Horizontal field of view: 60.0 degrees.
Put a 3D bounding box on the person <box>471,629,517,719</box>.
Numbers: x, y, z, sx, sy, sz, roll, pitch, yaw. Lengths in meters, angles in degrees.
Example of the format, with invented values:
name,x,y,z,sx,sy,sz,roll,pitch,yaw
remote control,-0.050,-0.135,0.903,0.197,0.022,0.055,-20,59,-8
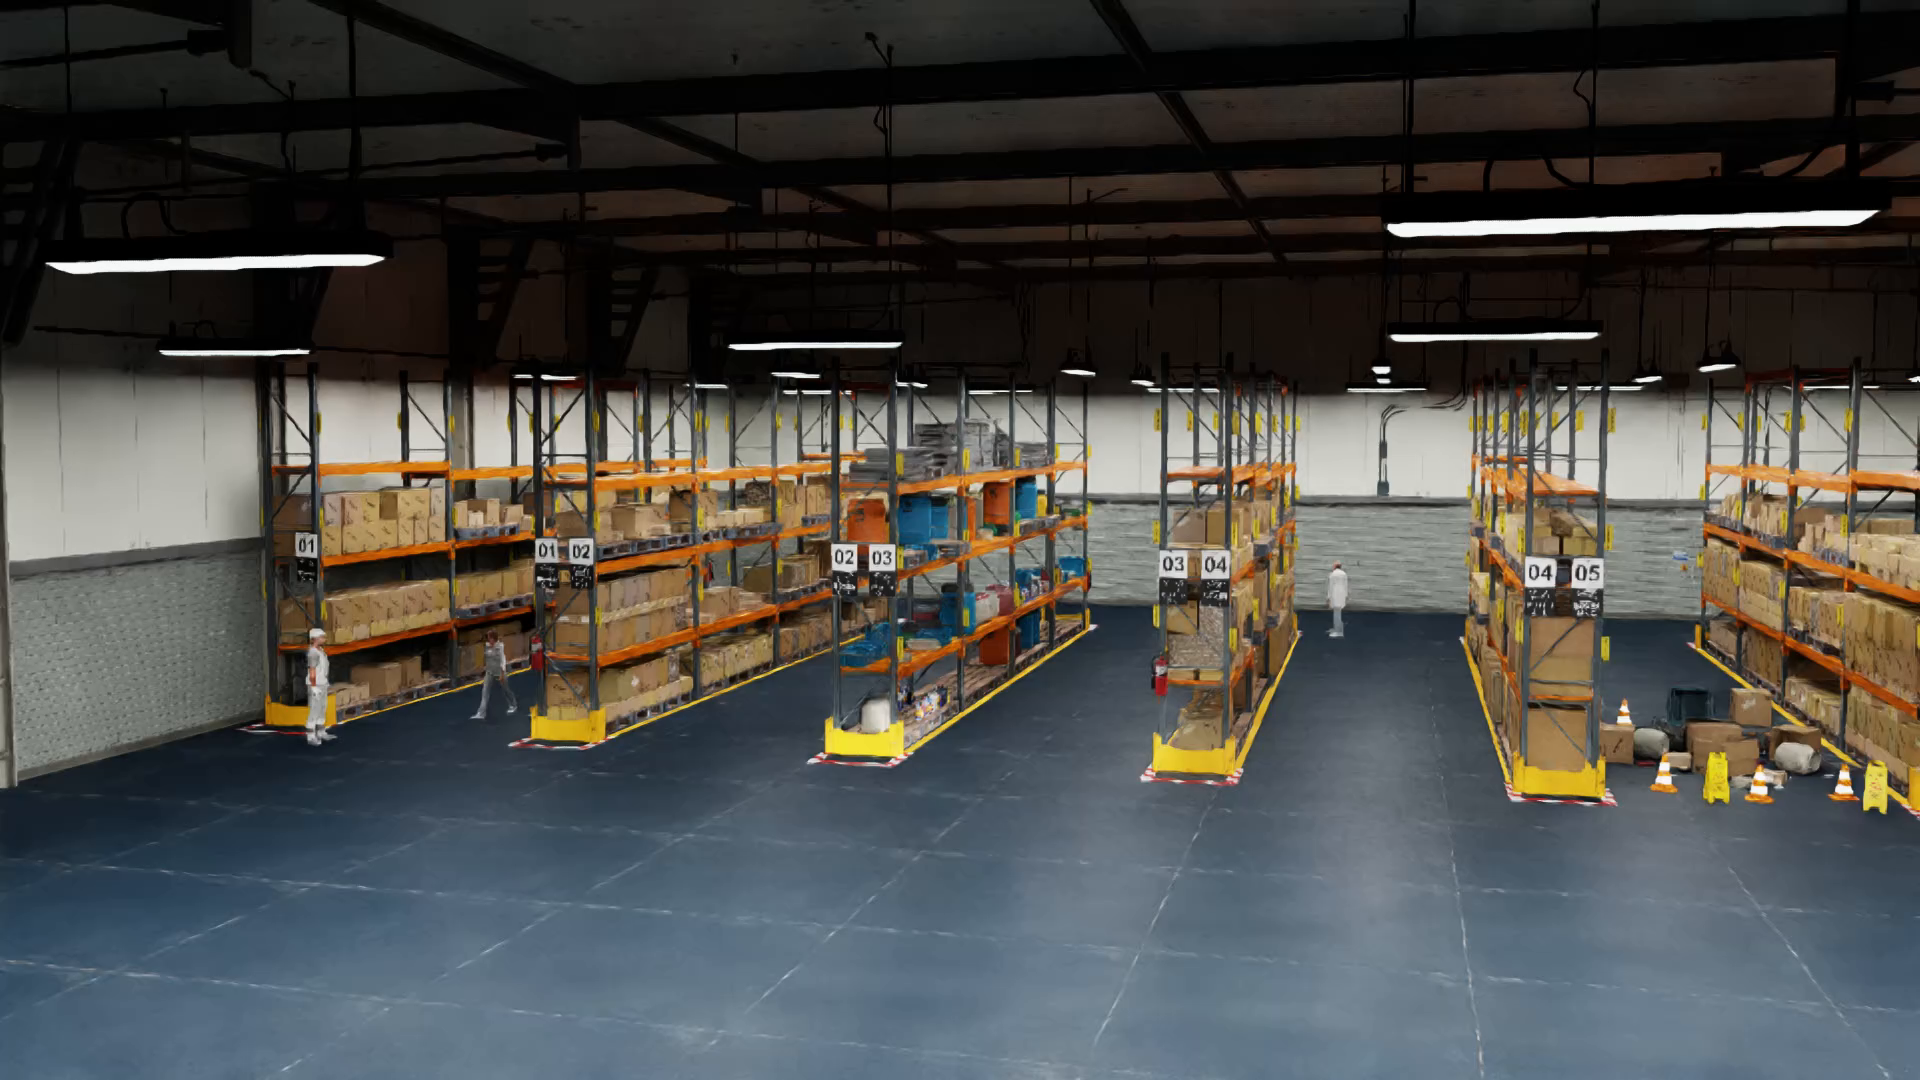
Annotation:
name,x,y,z,sx,sy,sz,roll,pitch,yaw
person,-7.865,2.244,28.186,0.418,1.514,1.043,1,4,17

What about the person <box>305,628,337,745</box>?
name,x,y,z,sx,sy,sz,roll,pitch,yaw
person,-9.978,2.263,25.915,0.400,1.794,0.649,-1,4,-8

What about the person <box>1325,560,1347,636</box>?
name,x,y,z,sx,sy,sz,roll,pitch,yaw
person,8.813,1.351,39.042,0.629,1.773,0.678,4,6,44
